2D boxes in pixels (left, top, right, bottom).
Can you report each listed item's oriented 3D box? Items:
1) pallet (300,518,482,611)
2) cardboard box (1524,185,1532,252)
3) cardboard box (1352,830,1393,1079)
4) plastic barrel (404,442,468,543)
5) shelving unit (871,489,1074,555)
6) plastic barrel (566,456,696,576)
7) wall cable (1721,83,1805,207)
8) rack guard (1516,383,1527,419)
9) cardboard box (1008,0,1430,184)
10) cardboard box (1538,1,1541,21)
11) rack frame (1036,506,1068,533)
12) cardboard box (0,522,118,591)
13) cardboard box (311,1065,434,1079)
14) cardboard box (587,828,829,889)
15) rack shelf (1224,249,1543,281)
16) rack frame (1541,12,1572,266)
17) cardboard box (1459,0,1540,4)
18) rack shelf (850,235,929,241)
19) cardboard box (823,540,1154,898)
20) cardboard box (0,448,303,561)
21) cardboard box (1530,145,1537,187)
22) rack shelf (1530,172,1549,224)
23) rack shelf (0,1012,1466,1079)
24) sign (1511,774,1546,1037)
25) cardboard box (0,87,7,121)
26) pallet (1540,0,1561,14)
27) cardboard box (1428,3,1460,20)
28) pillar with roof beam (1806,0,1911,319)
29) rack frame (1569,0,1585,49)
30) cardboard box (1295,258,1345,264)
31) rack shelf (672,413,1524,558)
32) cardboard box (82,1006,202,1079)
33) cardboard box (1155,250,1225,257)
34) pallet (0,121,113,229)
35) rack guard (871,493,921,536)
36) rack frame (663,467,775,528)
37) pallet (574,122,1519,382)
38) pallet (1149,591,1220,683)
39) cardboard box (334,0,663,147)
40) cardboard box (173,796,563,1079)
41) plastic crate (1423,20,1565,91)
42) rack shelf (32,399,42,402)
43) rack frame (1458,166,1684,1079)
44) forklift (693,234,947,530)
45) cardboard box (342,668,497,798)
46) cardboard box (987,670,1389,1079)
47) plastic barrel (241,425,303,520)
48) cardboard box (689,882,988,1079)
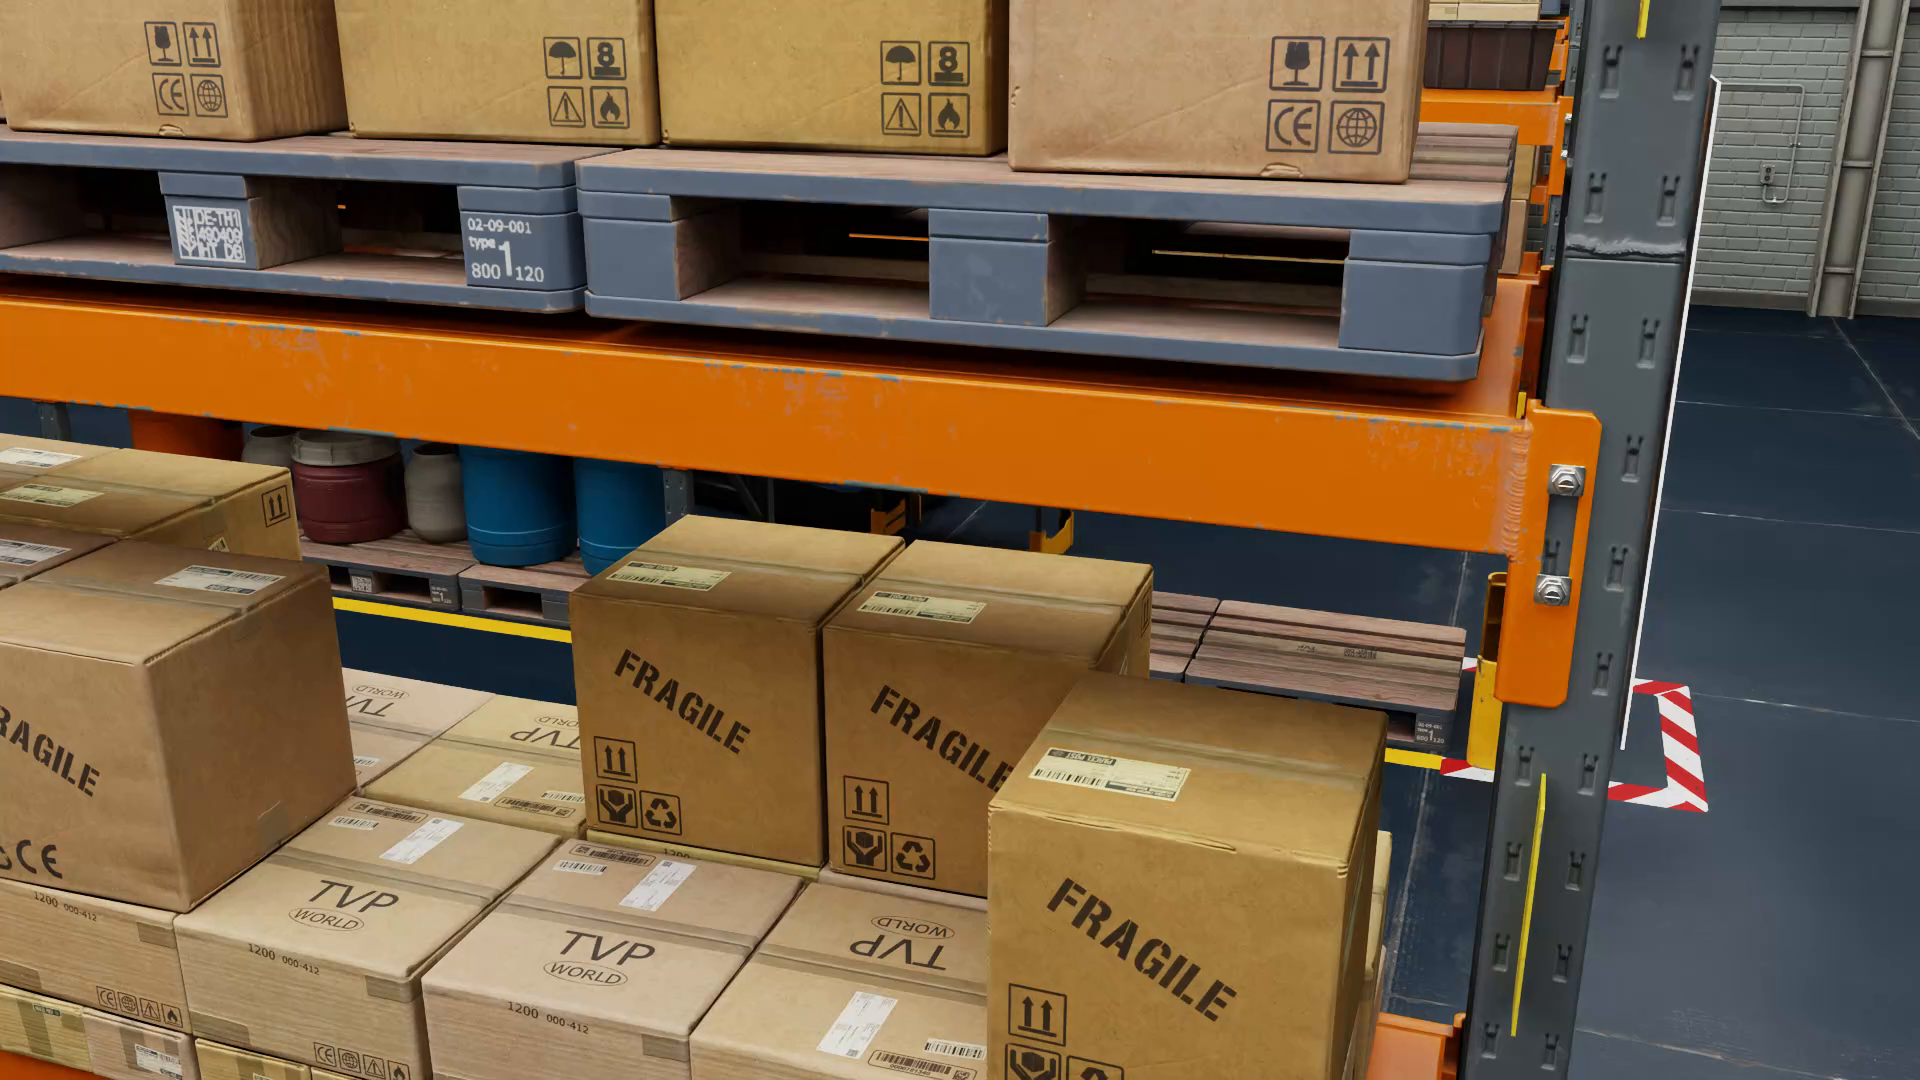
[{"bbox_3d":[-3.120,0.067,9.564,1.213,0.211,1.003,7,20,18],"label":"pallet"},{"bbox_3d":[3.826,-2.307,11.986,0.500,0.500,0.500,7,20,19],"label":"cardboard box"},{"bbox_3d":[0.539,0.744,3.160,0.500,0.250,0.500,6,20,17],"label":"cardboard box"},{"bbox_3d":[-2.930,-0.275,9.451,0.421,0.512,0.421,0,19,0],"label":"plastic barrel"},{"bbox_3d":[0.077,-0.665,9.707,1.083,1.500,0.587,8,21,21],"label":"shelving unit"},{"bbox_3d":[-1.757,-0.294,8.913,0.708,0.901,0.600,7,20,18],"label":"plastic barrel"},{"bbox_3d":[7.301,-4.306,16.330,1.851,1.984,0.084,7,20,18],"label":"wall cable"},{"bbox_3d":[4.087,-0.958,12.065,0.348,0.500,1.175,7,20,18],"label":"rack guard"},{"bbox_3d":[0.395,-0.799,2.313,0.500,0.500,0.700,5,20,15],"label":"cardboard box"},{"bbox_3d":[3.757,-3.610,11.547,0.500,0.250,0.500,7,20,18],"label":"cardboard box"},{"bbox_3d":[0.539,-0.603,9.528,0.032,1.500,0.500,8,21,21],"label":"rack frame"},{"bbox_3d":[-2.043,0.281,3.351,0.500,0.500,0.500,7,20,18],"label":"cardboard box"},{"bbox_3d":[-0.984,0.967,3.127,0.250,0.149,0.380,7,20,19],"label":"cardboard box"},{"bbox_3d":[-0.427,0.635,3.474,0.500,0.250,0.500,6,20,16],"label":"cardboard box"},{"bbox_3d":[2.269,-2.007,12.368,4.000,0.370,1.077,7,20,18],"label":"rack shelf"},{"bbox_3d":[4.159,-2.130,11.630,0.127,3.000,1.000,7,20,18],"label":"rack frame"},{"bbox_3d":[3.590,-3.688,11.011,0.500,0.250,0.500,7,20,18],"label":"cardboard box"},{"bbox_3d":[-1.509,-2.439,13.608,4.000,0.370,1.077,7,20,18],"label":"rack shelf"},{"bbox_3d":[0.067,0.336,3.192,0.500,0.500,0.500,6,20,17],"label":"cardboard box"},{"bbox_3d":[-1.880,0.116,3.824,0.500,0.500,0.500,7,20,19],"label":"cardboard box"},{"bbox_3d":[3.826,-2.779,11.822,0.500,0.500,0.500,7,20,20],"label":"cardboard box"},{"bbox_3d":[3.891,-3.547,16.788,4.000,0.370,1.077,7,20,18],"label":"rack shelf"},{"bbox_3d":[-0.985,1.073,3.533,4.000,0.370,1.077,7,20,18],"label":"rack shelf"},{"bbox_3d":[0.713,0.458,2.086,0.005,0.325,0.100,7,20,18],"label":"sign"},{"bbox_3d":[-1.609,-1.066,3.079,0.500,0.500,0.700,8,21,21],"label":"cardboard box"},{"bbox_3d":[5.077,-5.122,15.791,1.213,0.211,1.003,7,20,18],"label":"pallet"},{"bbox_3d":[3.118,-3.507,11.250,0.500,0.250,0.500,7,20,18],"label":"cardboard box"},{"bbox_3d":[7.202,-5.142,11.157,0.400,9.000,9.100,7,20,18],"label":"pillar with roof beam"},{"bbox_3d":[2.530,-3.423,6.226,0.127,3.000,1.000,7,20,18],"label":"rack frame"},{"bbox_3d":[2.686,-2.252,11.827,0.500,0.500,0.500,7,20,18],"label":"cardboard box"},{"bbox_3d":[0.640,-0.467,7.951,4.000,0.370,1.077,7,20,18],"label":"rack shelf"},{"bbox_3d":[-1.480,0.911,3.286,0.250,0.149,0.380,7,20,19],"label":"cardboard box"},{"bbox_3d":[1.729,-2.361,12.139,0.500,0.500,0.500,6,20,18],"label":"cardboard box"},{"bbox_3d":[-2.105,-0.765,3.293,1.213,0.211,1.003,7,20,18],"label":"pallet"},{"bbox_3d":[-0.384,-0.137,10.090,0.087,0.250,0.587,8,21,21],"label":"rack guard"},{"bbox_3d":[-1.249,-1.023,8.453,0.127,3.000,1.000,7,20,18],"label":"rack frame"},{"bbox_3d":[0.200,-0.502,2.536,1.213,0.211,1.003,7,20,18],"label":"pallet"},{"bbox_3d":[0.615,0.493,8.342,1.213,0.211,1.003,7,20,18],"label":"pallet"},{"bbox_3d":[-0.601,-0.938,2.712,0.500,0.500,0.700,5,20,14],"label":"cardboard box"},{"bbox_3d":[-1.094,0.745,3.157,0.500,0.250,0.500,7,20,18],"label":"cardboard box"},{"bbox_3d":[2.257,-2.073,7.109,0.590,0.269,0.497,7,20,18],"label":"plastic crate"},{"bbox_3d":[-6.917,-1.331,10.430,4.000,0.370,1.077,7,20,18],"label":"rack shelf"},{"bbox_3d":[0.904,0.950,2.795,0.127,3.000,1.000,7,20,18],"label":"rack frame"},{"bbox_3d":[-1.513,-1.802,10.792,3.031,2.935,1.130,14,24,35],"label":"forklift"},{"bbox_3d":[-1.399,0.524,3.791,0.500,0.250,0.500,7,20,19],"label":"cardboard box"},{"bbox_3d":[0.358,0.555,2.564,0.500,0.500,0.500,7,20,19],"label":"cardboard box"},{"bbox_3d":[-3.997,-0.397,9.801,0.421,0.512,0.421,0,19,0],"label":"plastic barrel"},{"bbox_3d":[-0.120,0.855,2.842,0.500,0.250,0.500,6,20,17],"label":"cardboard box"}]
